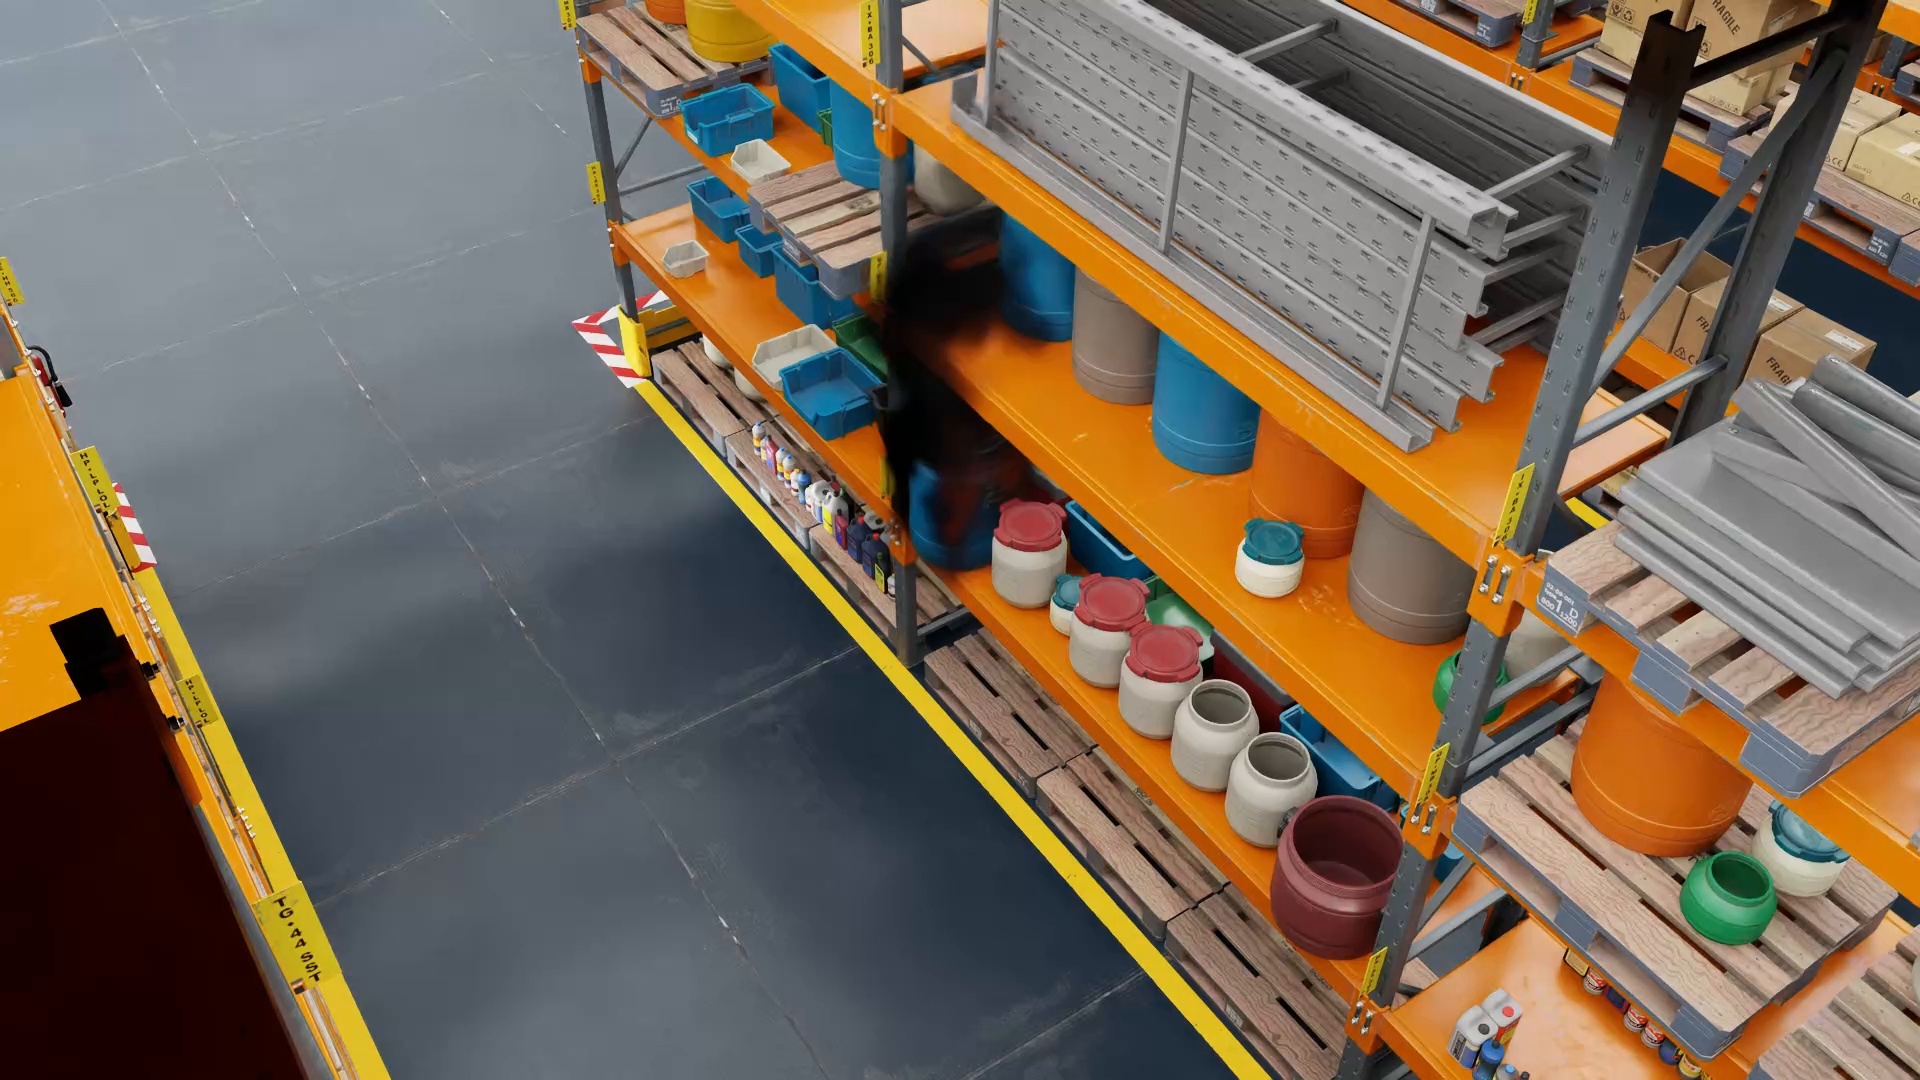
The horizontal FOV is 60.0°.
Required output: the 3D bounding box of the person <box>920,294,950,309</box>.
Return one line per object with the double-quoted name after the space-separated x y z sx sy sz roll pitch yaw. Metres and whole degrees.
-0.287 -2.466 12.743 0.746 1.768 0.577 -25 48 -25 "person"
